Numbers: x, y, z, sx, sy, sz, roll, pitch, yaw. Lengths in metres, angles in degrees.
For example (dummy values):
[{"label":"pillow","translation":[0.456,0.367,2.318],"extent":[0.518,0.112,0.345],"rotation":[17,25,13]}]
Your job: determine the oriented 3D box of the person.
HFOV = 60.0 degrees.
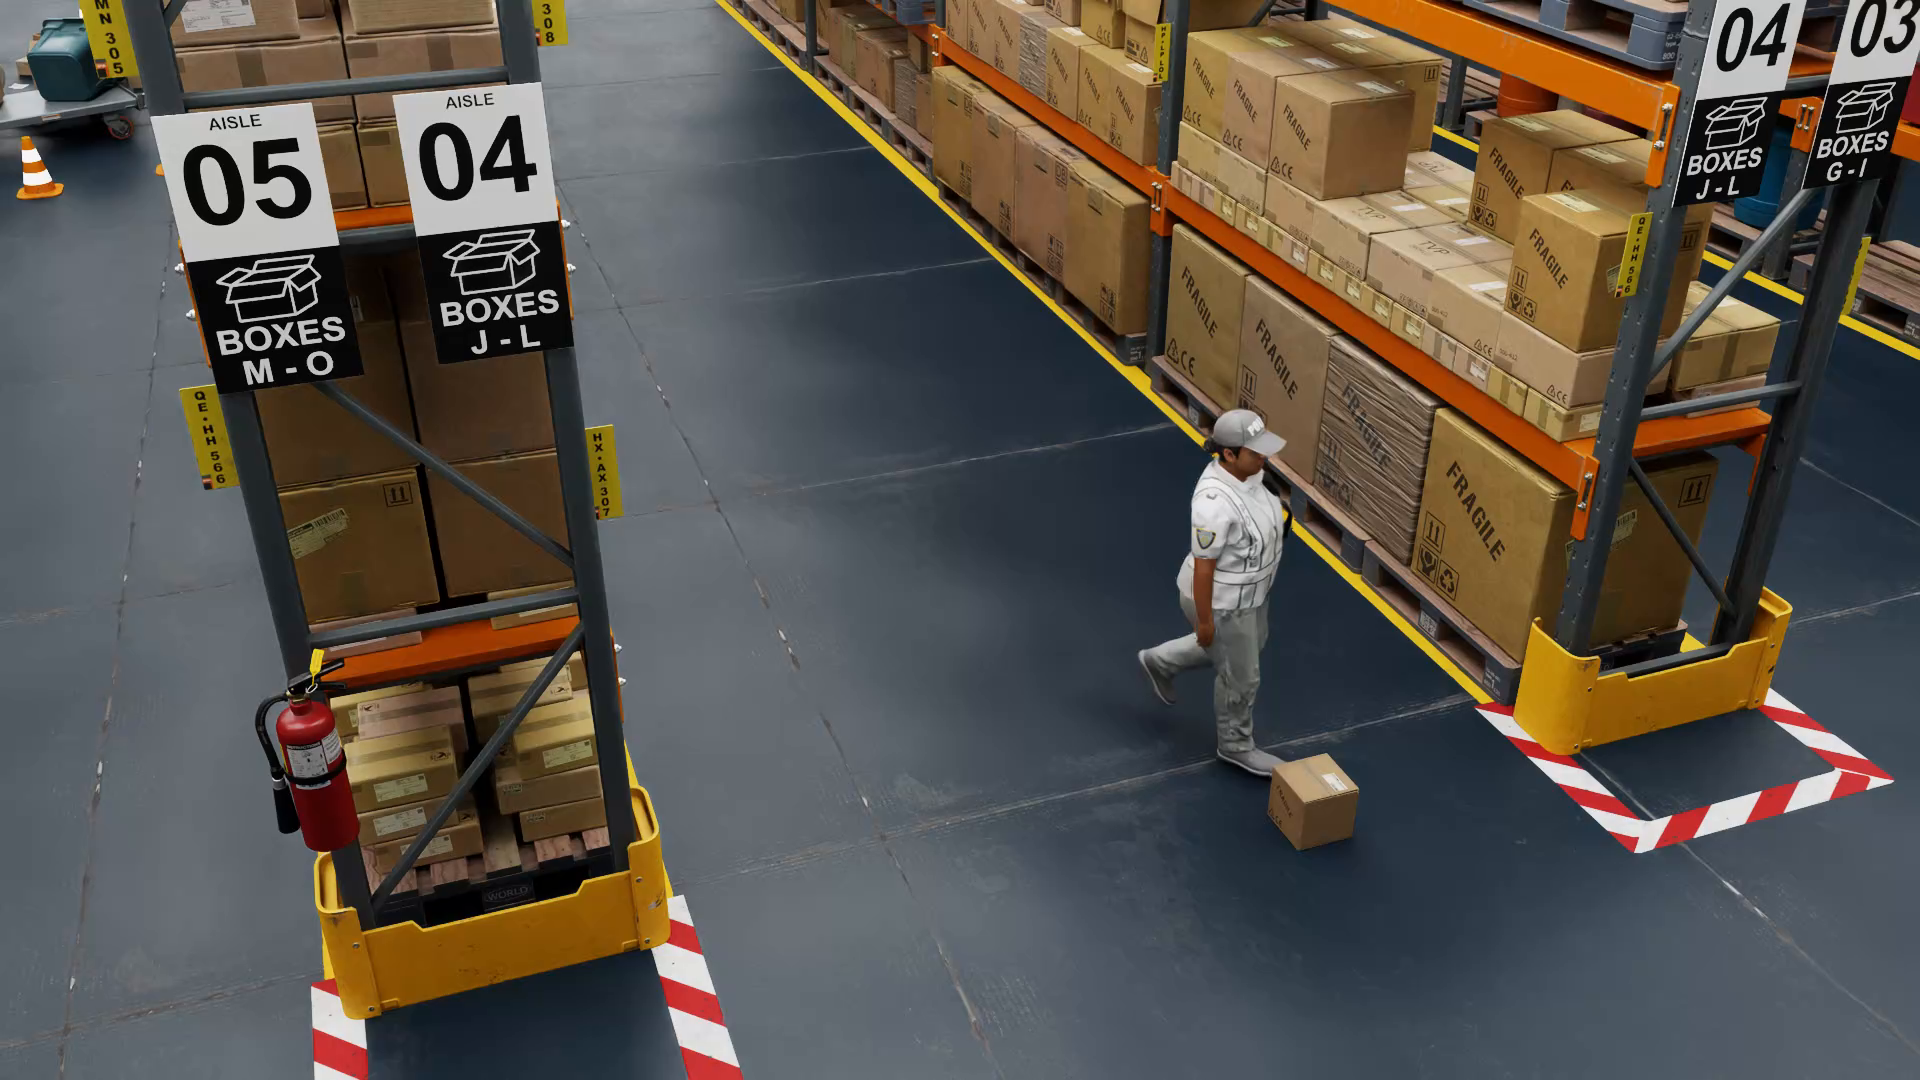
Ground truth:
[{"label":"person","translation":[1.057,0.193,6.778],"extent":[0.717,1.646,0.525],"rotation":[14,33,23]}]
